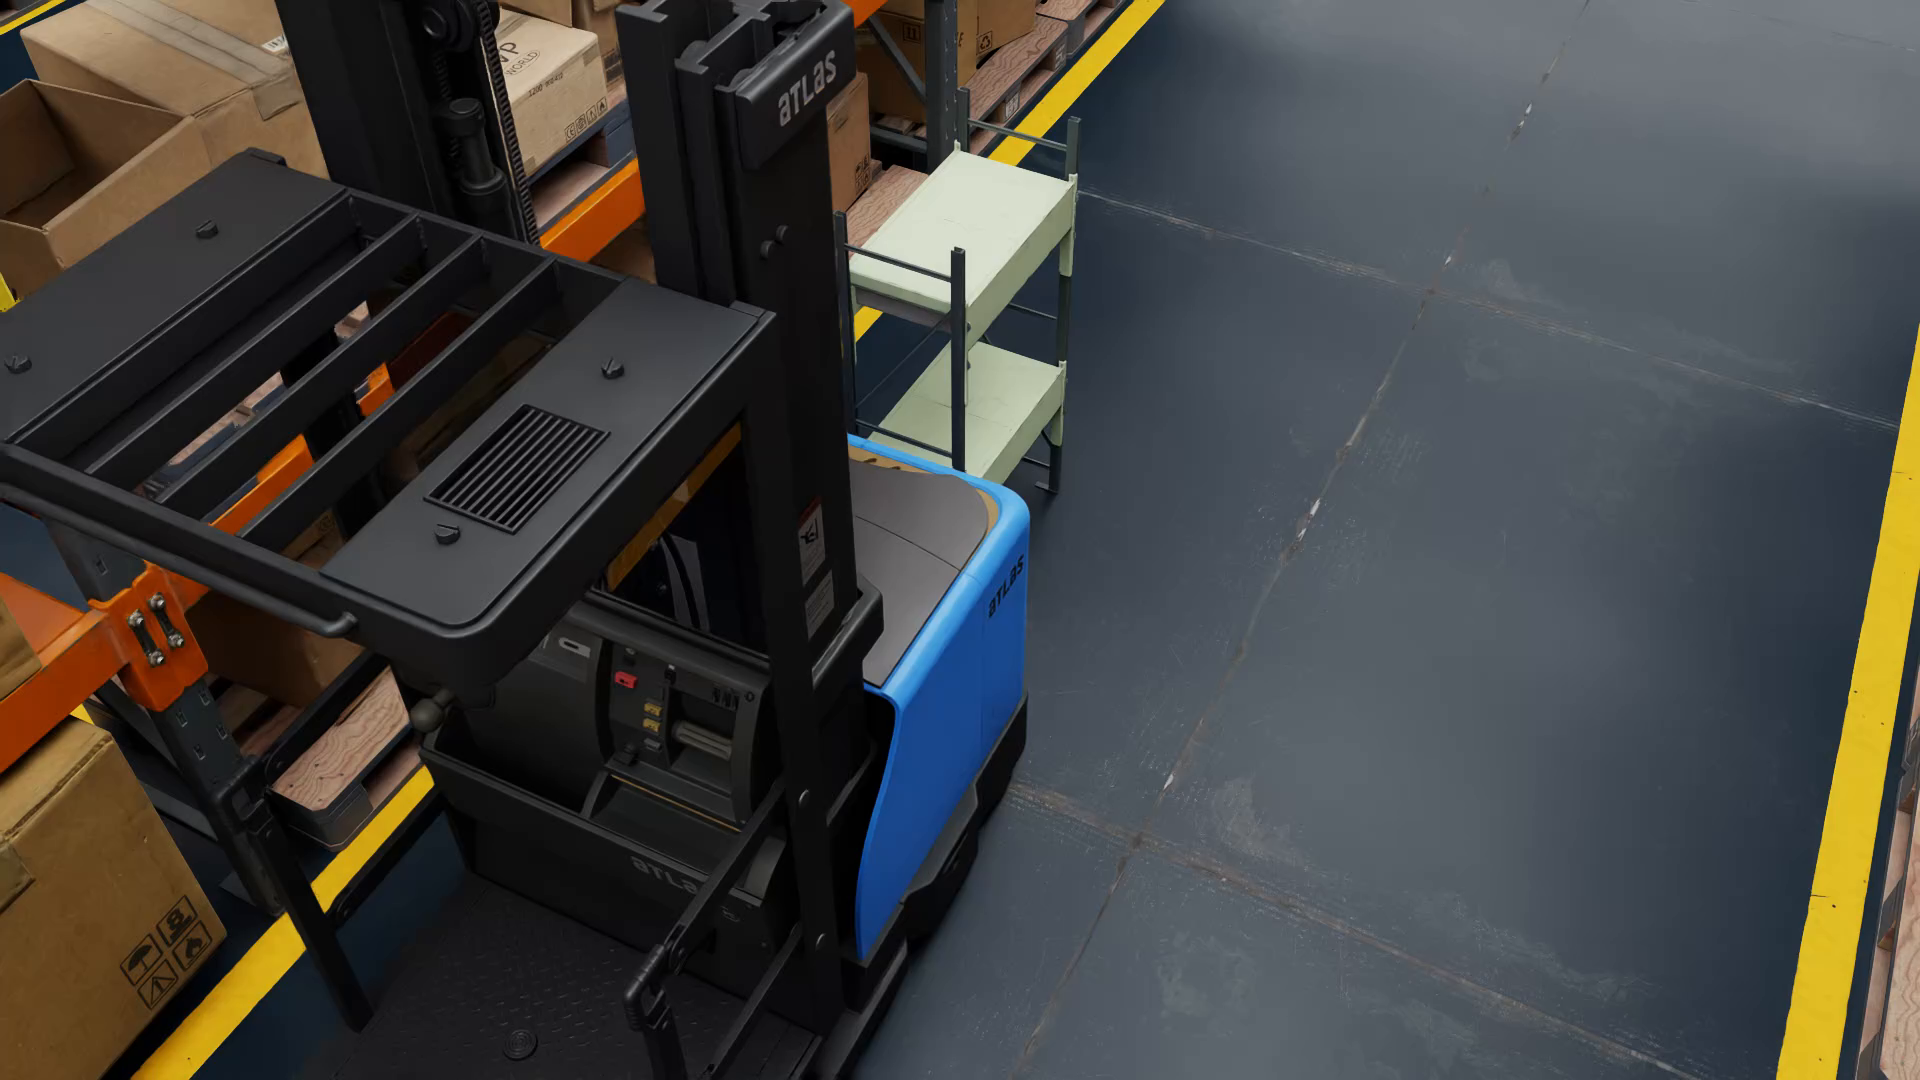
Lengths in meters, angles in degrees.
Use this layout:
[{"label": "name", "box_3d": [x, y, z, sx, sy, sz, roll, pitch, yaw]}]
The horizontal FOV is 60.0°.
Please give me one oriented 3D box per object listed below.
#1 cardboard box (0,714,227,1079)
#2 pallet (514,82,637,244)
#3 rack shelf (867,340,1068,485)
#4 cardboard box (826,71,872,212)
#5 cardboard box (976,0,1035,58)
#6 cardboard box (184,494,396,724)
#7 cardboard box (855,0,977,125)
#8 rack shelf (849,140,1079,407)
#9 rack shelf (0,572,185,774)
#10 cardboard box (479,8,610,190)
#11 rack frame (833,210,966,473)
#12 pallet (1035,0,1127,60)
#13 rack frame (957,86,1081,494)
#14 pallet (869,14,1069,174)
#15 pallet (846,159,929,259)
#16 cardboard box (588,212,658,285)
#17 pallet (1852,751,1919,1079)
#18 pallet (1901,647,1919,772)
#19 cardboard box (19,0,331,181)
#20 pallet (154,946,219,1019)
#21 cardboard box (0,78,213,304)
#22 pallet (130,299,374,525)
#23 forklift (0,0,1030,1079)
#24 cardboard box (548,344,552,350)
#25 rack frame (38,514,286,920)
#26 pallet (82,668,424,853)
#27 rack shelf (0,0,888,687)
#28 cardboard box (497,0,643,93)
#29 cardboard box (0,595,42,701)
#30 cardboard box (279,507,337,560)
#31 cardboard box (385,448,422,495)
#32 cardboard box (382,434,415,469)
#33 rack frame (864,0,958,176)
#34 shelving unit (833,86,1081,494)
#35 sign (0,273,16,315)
[{"label": "cardboard box", "box_3d": [-2.675, 0.840, 4.009, 1.225, 0.875, 0.875, 18, 48, 17]}, {"label": "pallet", "box_3d": [-1.453, -1.380, 5.140, 1.003, 0.211, 1.213, 20, 49, 19]}, {"label": "rack shelf", "box_3d": [0.003, -0.302, 5.453, 0.431, 0.370, 0.720, 20, 49, 19]}, {"label": "cardboard box", "box_3d": [-0.783, -1.603, 6.673, 0.700, 0.500, 0.500, 17, 48, 16]}, {"label": "cardboard box", "box_3d": [0.001, -2.578, 7.651, 0.500, 0.500, 0.500, -34, 55, -29]}, {"label": "cardboard box", "box_3d": [-2.043, 0.109, 4.982, 0.700, 0.500, 0.500, 18, 48, 17]}, {"label": "cardboard box", "box_3d": [-0.258, -2.214, 7.292, 0.500, 0.500, 0.500, 19, 48, 18]}, {"label": "rack shelf", "box_3d": [0.003, -0.806, 4.943, 0.431, 0.370, 0.720, 20, 49, 19]}, {"label": "rack shelf", "box_3d": [-3.265, 1.326, 2.836, 1.077, 0.370, 4.000, 20, 49, 19]}, {"label": "cardboard box", "box_3d": [-1.354, -1.262, 4.698, 0.500, 0.250, 0.500, 19, 48, 18]}, {"label": "rack frame", "box_3d": [-0.167, -0.301, 4.993, 0.400, 1.500, 0.023, 20, 49, 19]}, {"label": "pallet", "box_3d": [0.366, -2.933, 8.500, 1.003, 0.211, 1.213, 20, 49, 19]}, {"label": "rack frame", "box_3d": [0.173, -0.762, 5.449, 0.400, 1.500, 0.023, 20, 49, 19]}, {"label": "pallet", "box_3d": [-0.199, -2.161, 7.738, 1.003, 0.211, 1.213, 20, 49, 19]}, {"label": "pallet", "box_3d": [-0.839, -1.236, 6.823, 1.003, 0.211, 1.213, 20, 49, 19]}, {"label": "cardboard box", "box_3d": [-1.281, -0.956, 6.034, 0.700, 0.500, 0.500, 17, 48, 16]}, {"label": "pallet", "box_3d": [3.012, 1.188, 4.428, 1.003, 0.211, 1.213, 20, 49, 19]}, {"label": "pallet", "box_3d": [3.577, 0.416, 5.190, 1.003, 0.211, 1.213, 20, 49, 19]}, {"label": "cardboard box", "box_3d": [-1.950, -1.108, 4.370, 0.700, 0.500, 0.500, 28, 51, 25]}, {"label": "pallet", "box_3d": [-2.769, 1.265, 4.351, 1.003, 0.211, 1.213, 20, 49, 19]}, {"label": "cardboard box", "box_3d": [-2.121, -0.723, 3.990, 0.500, 0.500, 0.500, 15, 47, 14]}, {"label": "pallet", "box_3d": [-2.100, -0.603, 4.372, 1.213, 0.211, 1.003, 20, 49, 19]}, {"label": "forklift", "box_3d": [-0.907, 0.391, 3.303, 1.130, 2.935, 3.031, 19, 48, 18]}, {"label": "cardboard box", "box_3d": [-1.540, -0.605, 5.687, 0.700, 0.500, 0.500, 24, 50, 22]}, {"label": "rack frame", "box_3d": [-2.336, -0.187, 3.826, 1.000, 3.000, 0.127, 20, 49, 19]}, {"label": "pallet", "box_3d": [-1.972, 0.302, 5.303, 1.003, 0.211, 1.213, 20, 49, 19]}, {"label": "rack shelf", "box_3d": [-1.408, -1.194, 5.327, 1.077, 0.370, 4.000, 20, 49, 19]}, {"label": "cardboard box", "box_3d": [-1.202, -1.768, 5.021, 0.797, 0.503, 0.637, 25, 51, 23]}, {"label": "cardboard box", "box_3d": [-2.346, 0.171, 3.402, 0.500, 0.500, 0.500, 22, 49, 20]}, {"label": "cardboard box", "box_3d": [-2.052, -0.158, 4.718, 0.500, 0.250, 0.500, 22, 49, 21]}, {"label": "cardboard box", "box_3d": [-1.797, -0.245, 5.331, 0.700, 0.500, 0.500, 17, 48, 16]}, {"label": "cardboard box", "box_3d": [-1.814, -0.496, 5.052, 0.500, 0.250, 0.500, 26, 51, 23]}, {"label": "rack frame", "box_3d": [-0.479, -2.707, 6.316, 1.000, 3.000, 0.127, 20, 49, 19]}, {"label": "shelving unit", "box_3d": [0.003, -0.531, 5.221, 0.431, 1.500, 0.755, 20, 49, 19]}, {"label": "sign", "box_3d": [-1.843, -0.413, 3.235, 0.100, 0.325, 0.005, 20, 49, 19]}]
